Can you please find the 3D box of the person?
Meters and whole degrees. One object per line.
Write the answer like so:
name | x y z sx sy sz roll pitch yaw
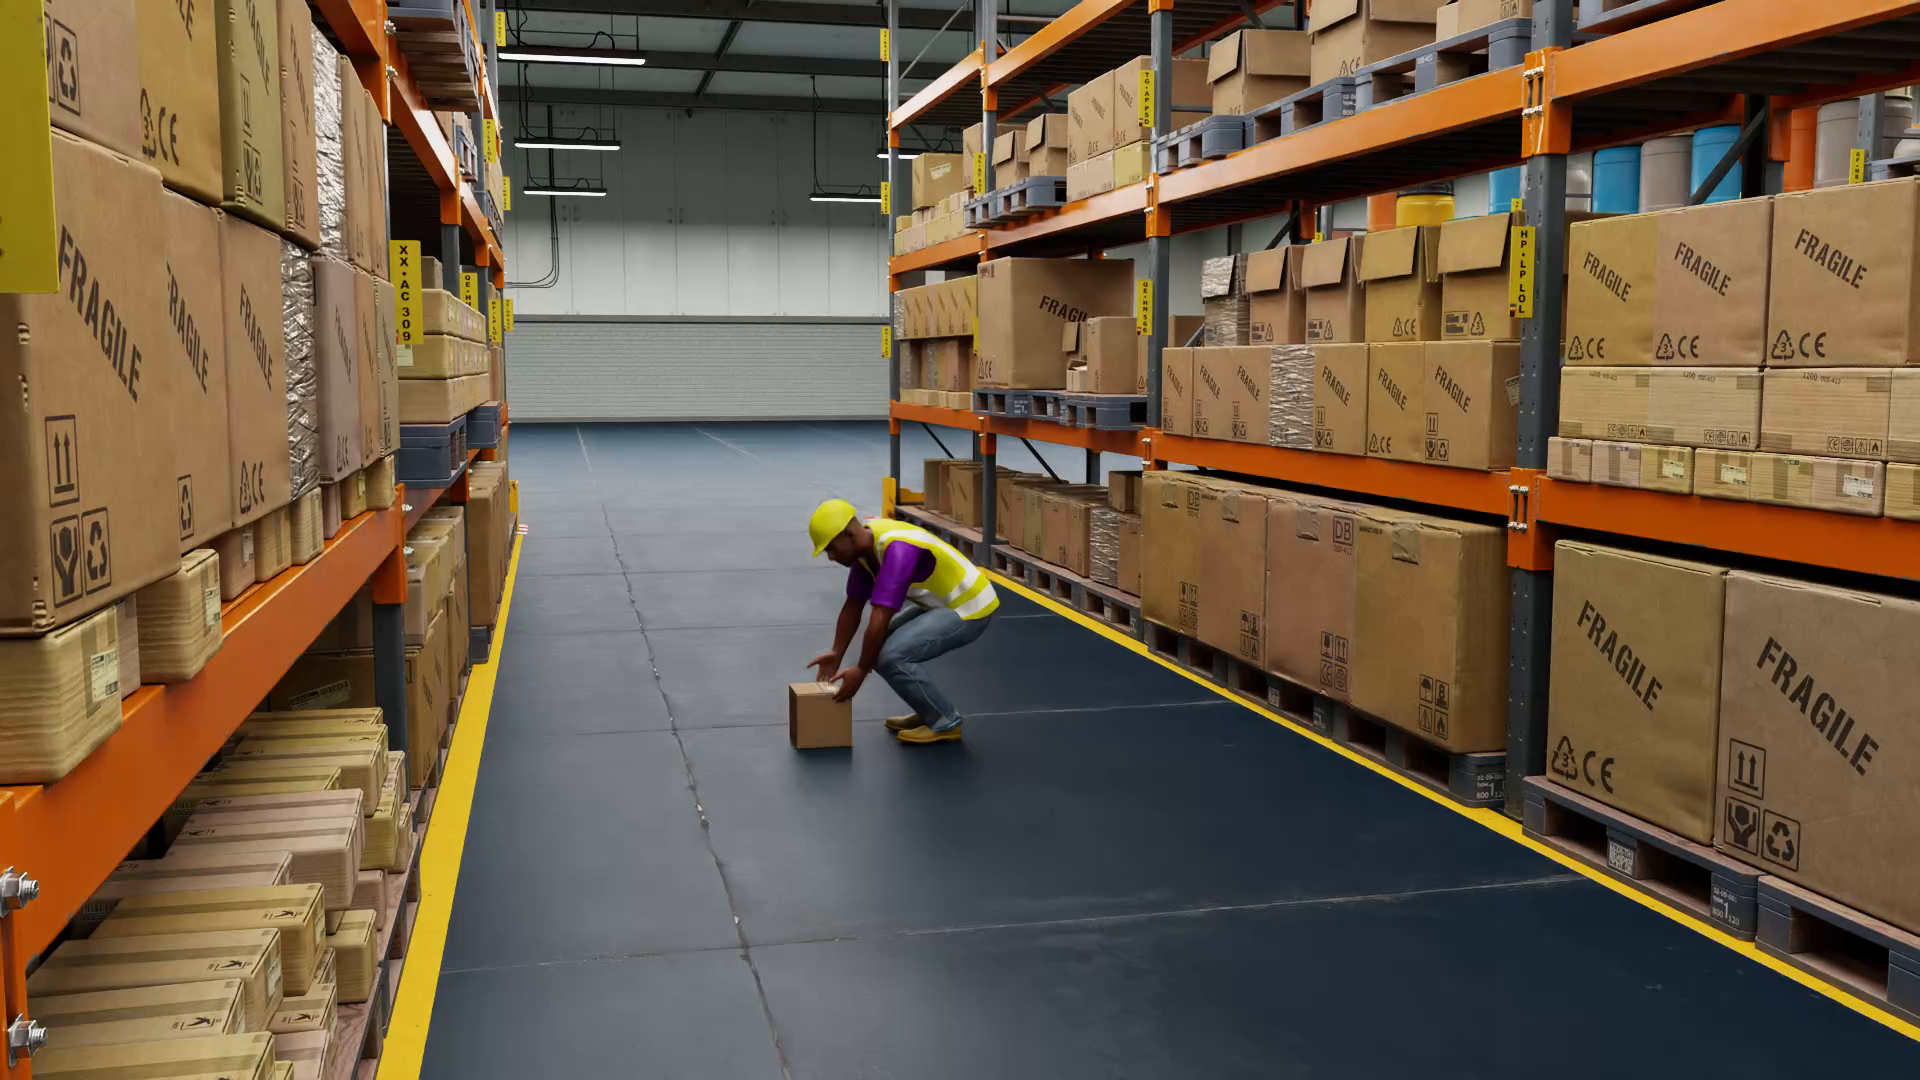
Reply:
person | -0.252 0.362 7.550 0.869 1.112 0.606 -1 6 -14
